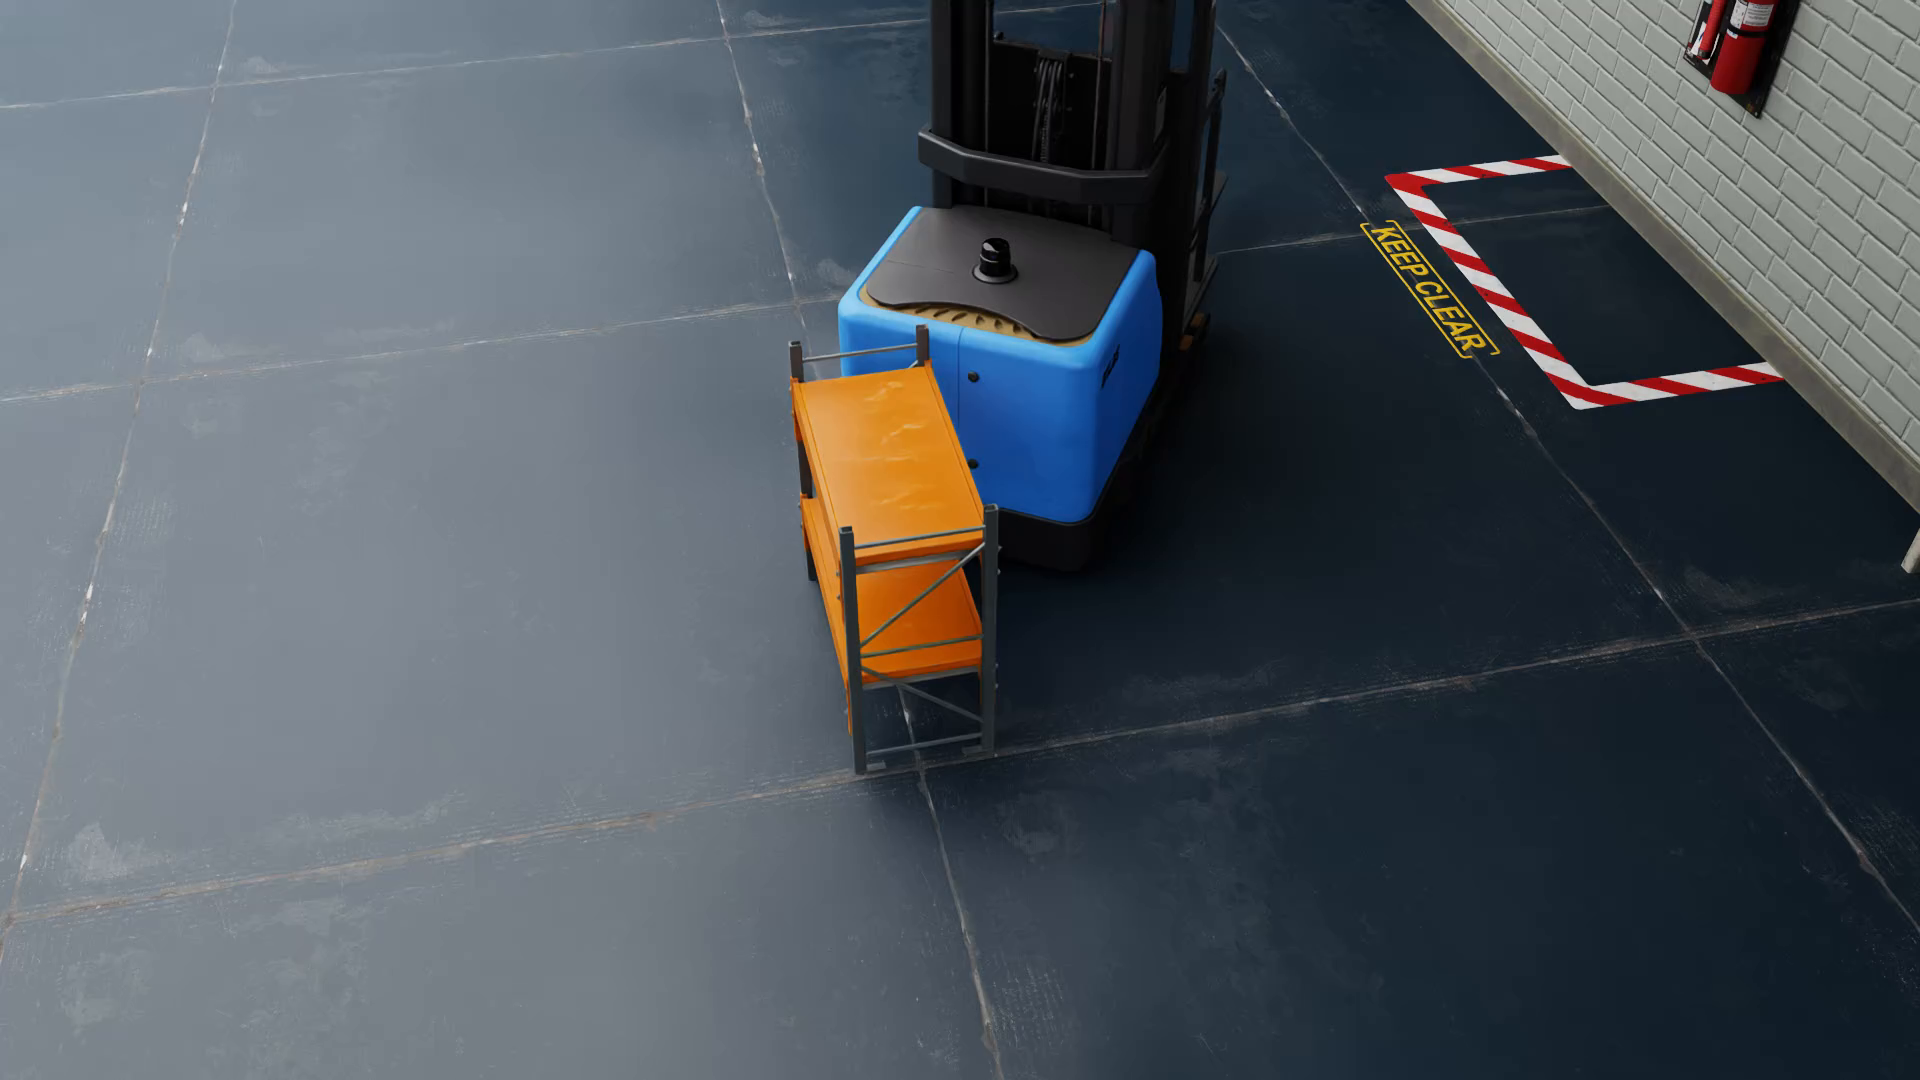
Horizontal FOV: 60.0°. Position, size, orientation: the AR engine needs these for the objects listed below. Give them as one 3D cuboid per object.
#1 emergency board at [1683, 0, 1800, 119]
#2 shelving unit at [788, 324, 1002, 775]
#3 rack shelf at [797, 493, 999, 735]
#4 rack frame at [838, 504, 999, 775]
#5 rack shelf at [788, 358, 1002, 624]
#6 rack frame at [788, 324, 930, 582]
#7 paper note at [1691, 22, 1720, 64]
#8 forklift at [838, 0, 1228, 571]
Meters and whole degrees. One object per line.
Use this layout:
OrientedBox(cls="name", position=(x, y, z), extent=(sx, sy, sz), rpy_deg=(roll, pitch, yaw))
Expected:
OrientedBox(cls="emergency board", position=(3.451, -2.526, 7.336), extent=(0.194, 1.169, 0.643), rpy_deg=(-8, 42, -9))
OrientedBox(cls="shelving unit", position=(-0.241, 0.025, 5.874), extent=(0.538, 1.125, 1.048), rpy_deg=(-9, 42, -10))
OrientedBox(cls="rack shelf", position=(-0.241, 0.208, 6.037), extent=(0.538, 0.278, 1.000), rpy_deg=(-9, 42, -10))
OrientedBox(cls="rack frame", position=(-0.126, 0.354, 5.504), extent=(0.500, 1.125, 0.032), rpy_deg=(-9, 42, -10))
OrientedBox(cls="rack shelf", position=(-0.241, -0.194, 5.680), extent=(0.538, 0.278, 1.000), rpy_deg=(-9, 42, -10))
OrientedBox(cls="rack frame", position=(-0.357, -0.303, 6.244), extent=(0.500, 1.125, 0.032), rpy_deg=(-9, 42, -10))
OrientedBox(cls="paper note", position=(3.481, -2.321, 7.769), extent=(0.016, 0.148, 0.142), rpy_deg=(-8, 42, -9))
OrientedBox(cls="forklift", position=(0.525, -1.962, 6.752), extent=(1.130, 2.935, 3.031), rpy_deg=(14, 43, 15))
